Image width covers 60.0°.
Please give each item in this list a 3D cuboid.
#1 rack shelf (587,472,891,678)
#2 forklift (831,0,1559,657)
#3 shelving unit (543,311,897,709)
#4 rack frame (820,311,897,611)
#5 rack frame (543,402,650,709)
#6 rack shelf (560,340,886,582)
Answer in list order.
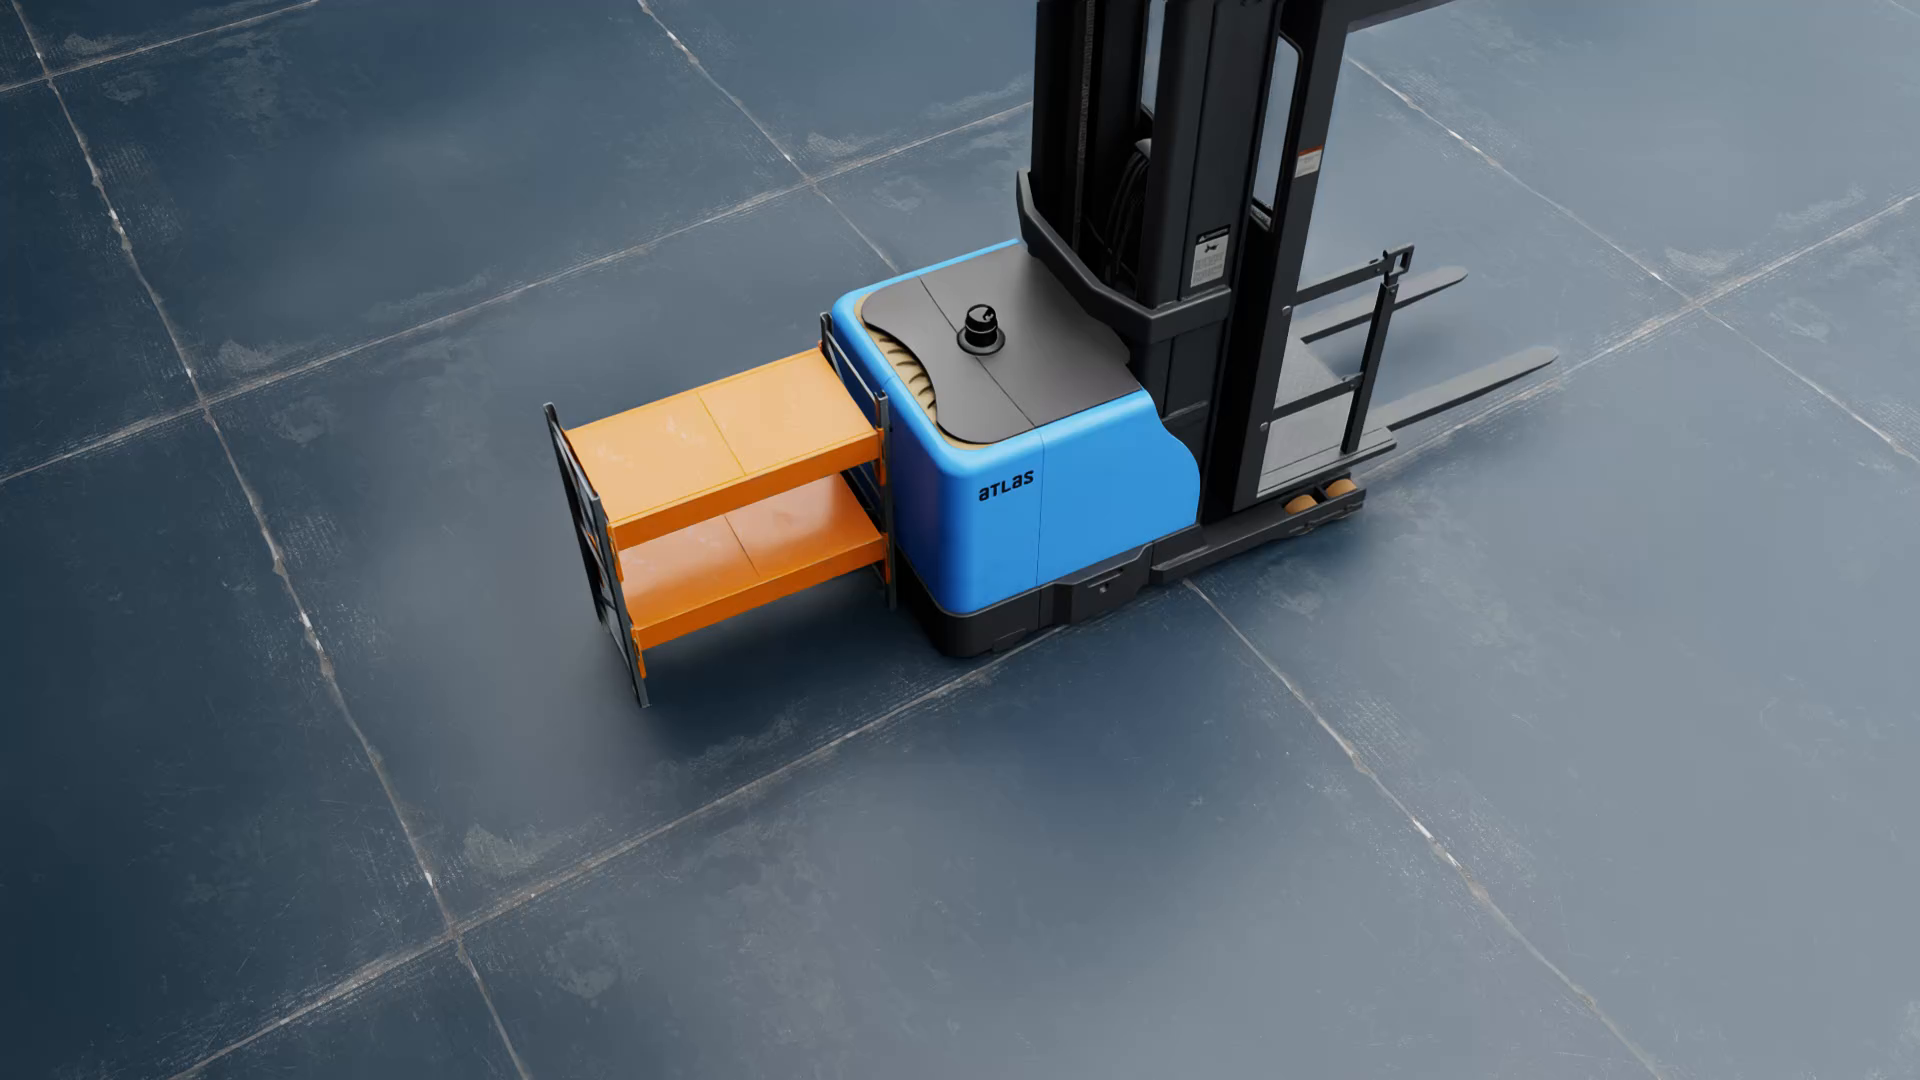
[{"bbox_3d":[-0.823,0.068,6.209,1.000,0.278,0.538,-21,52,-18],"label":"rack shelf"},{"bbox_3d":[1.066,-1.326,5.913,3.031,2.935,1.130,-21,52,-18],"label":"forklift"},{"bbox_3d":[-0.823,-0.095,6.027,1.048,1.125,0.538,-21,52,-18],"label":"shelving unit"},{"bbox_3d":[-0.371,-0.269,6.181,0.032,1.125,0.500,-21,52,-18],"label":"rack frame"},{"bbox_3d":[-1.275,0.079,5.872,0.032,1.125,0.500,-21,52,-18],"label":"rack frame"},{"bbox_3d":[-0.823,-0.290,5.808,1.000,0.278,0.538,-21,52,-18],"label":"rack shelf"}]
